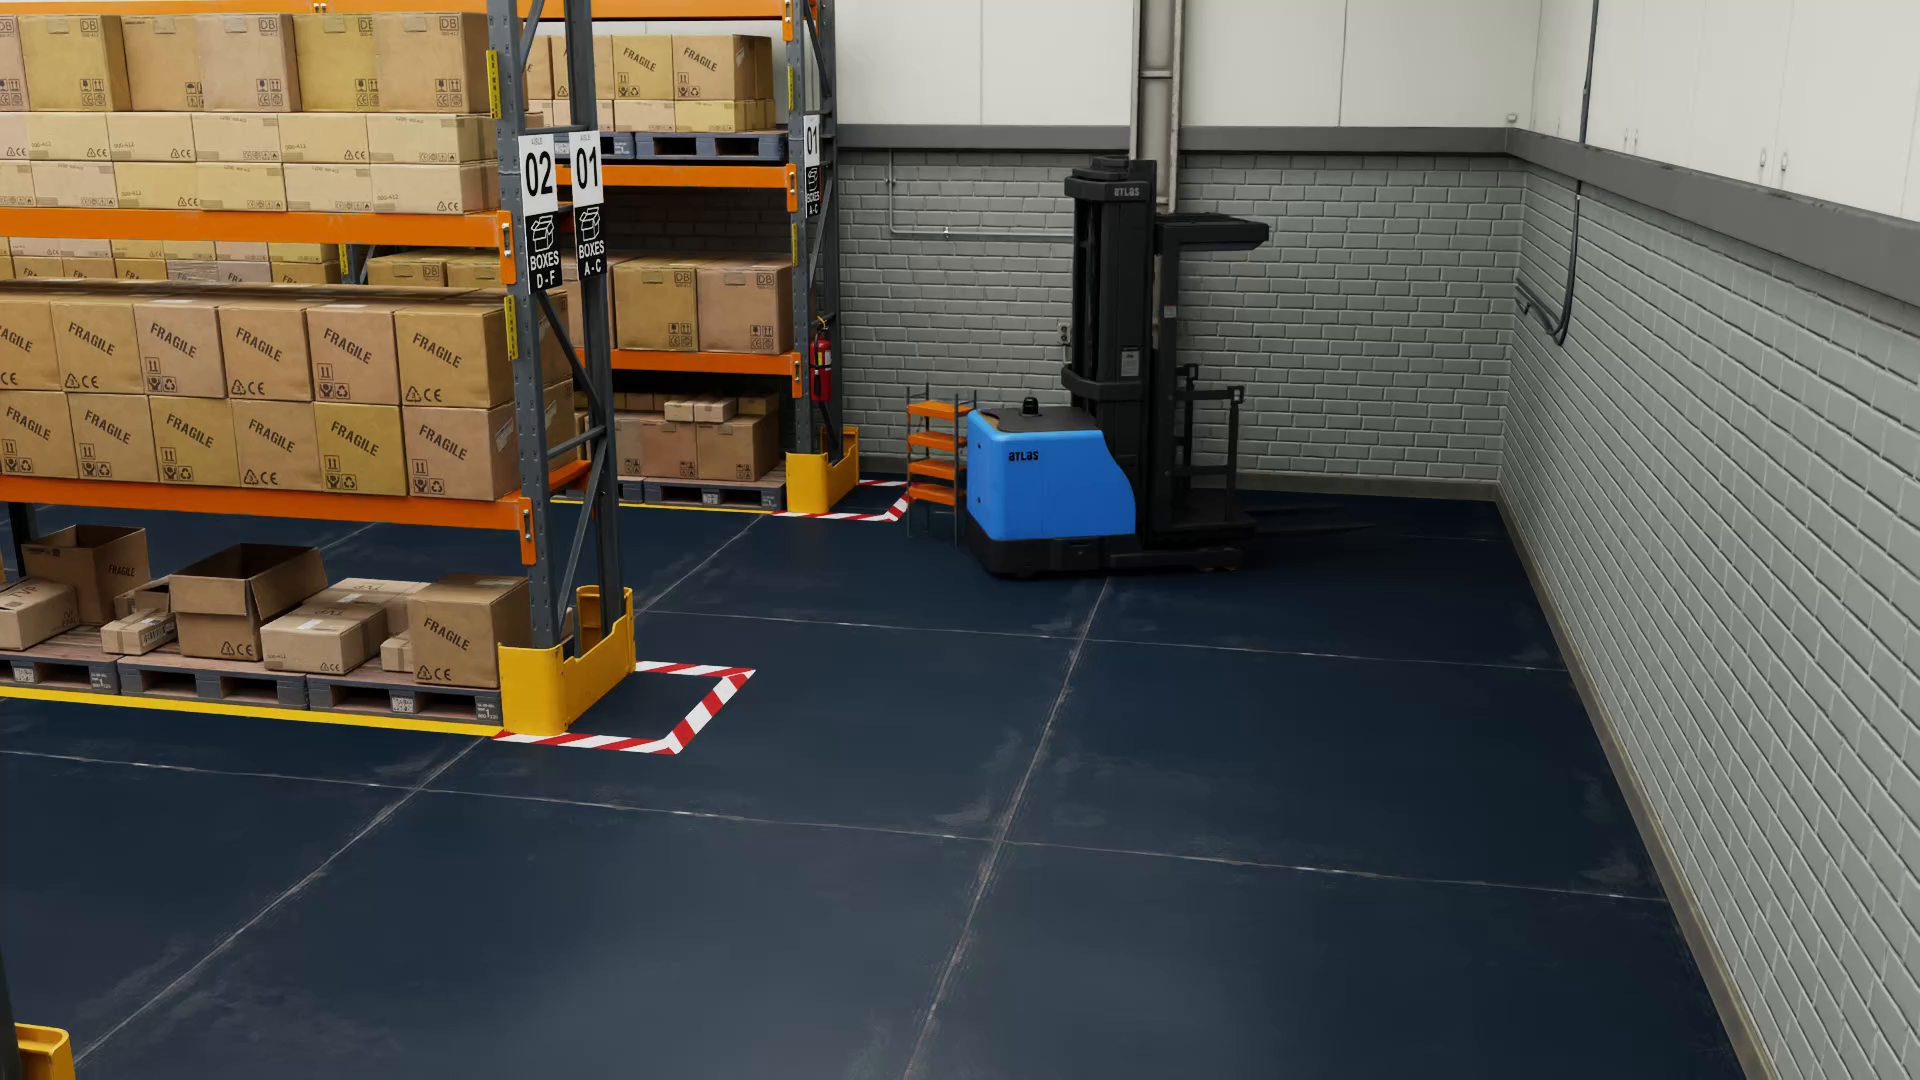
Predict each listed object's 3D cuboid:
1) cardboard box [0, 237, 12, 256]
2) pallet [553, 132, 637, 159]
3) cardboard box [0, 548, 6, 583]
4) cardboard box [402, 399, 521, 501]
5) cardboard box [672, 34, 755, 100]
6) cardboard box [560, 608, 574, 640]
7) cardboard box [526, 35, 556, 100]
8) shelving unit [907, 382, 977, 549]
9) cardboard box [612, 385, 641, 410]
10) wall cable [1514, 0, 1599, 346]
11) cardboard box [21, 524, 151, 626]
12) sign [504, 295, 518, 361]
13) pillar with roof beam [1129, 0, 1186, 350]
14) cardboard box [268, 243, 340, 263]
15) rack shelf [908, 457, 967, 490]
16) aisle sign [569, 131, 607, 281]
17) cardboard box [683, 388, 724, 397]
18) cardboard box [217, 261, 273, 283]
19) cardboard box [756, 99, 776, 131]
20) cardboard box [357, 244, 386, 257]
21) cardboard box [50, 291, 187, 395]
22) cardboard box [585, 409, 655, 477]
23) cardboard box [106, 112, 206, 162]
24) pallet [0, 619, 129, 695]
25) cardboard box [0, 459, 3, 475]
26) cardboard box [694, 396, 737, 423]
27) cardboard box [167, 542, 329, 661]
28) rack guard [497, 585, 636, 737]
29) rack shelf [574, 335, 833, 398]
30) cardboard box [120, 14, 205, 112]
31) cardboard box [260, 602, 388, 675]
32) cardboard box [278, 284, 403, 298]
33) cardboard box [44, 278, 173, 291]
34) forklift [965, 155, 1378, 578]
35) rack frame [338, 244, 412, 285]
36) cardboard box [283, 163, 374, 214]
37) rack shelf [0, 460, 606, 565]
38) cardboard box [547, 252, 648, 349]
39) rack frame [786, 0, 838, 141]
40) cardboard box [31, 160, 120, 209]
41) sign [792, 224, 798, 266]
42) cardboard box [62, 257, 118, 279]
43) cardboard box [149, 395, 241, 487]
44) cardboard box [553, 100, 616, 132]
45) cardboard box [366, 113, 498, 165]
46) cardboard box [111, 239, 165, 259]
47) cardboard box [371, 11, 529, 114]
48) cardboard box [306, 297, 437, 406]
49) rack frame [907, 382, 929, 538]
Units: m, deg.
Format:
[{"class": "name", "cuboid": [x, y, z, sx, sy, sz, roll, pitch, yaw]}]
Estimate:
[{"class": "cardboard box", "cuboid": [-8.609, -2.715, 14.987, 0.500, 0.250, 0.500, 3, 16, 12]}, {"class": "pallet", "cuboid": [-3.120, -3.324, 13.919, 1.213, 0.211, 1.003, 3, 16, 11]}, {"class": "cardboard box", "cuboid": [-6.520, 0.167, 10.630, 0.500, 0.500, 0.500, 2, 16, 9]}, {"class": "cardboard box", "cuboid": [-2.668, -0.525, 9.079, 0.500, 0.500, 0.500, 4, 16, 13]}, {"class": "cardboard box", "cuboid": [-1.963, -3.773, 13.276, 0.500, 0.500, 0.500, 3, 16, 11]}, {"class": "cardboard box", "cuboid": [-2.517, 0.526, 9.991, 0.250, 0.149, 0.380, 3, 16, 11]}, {"class": "cardboard box", "cuboid": [-3.479, -3.856, 13.577, 0.500, 0.500, 0.500, 3, 16, 11]}, {"class": "shelving unit", "cuboid": [-0.141, -0.579, 12.835, 0.503, 1.200, 0.258, 13, 20, 39]}, {"class": "cardboard box", "cuboid": [-2.978, -1.254, 14.580, 0.250, 0.149, 0.380, 3, 16, 12]}, {"class": "wall cable", "cuboid": [4.280, -2.820, 12.133, 0.112, 2.526, 3.097, 3, 16, 11]}, {"class": "cardboard box", "cuboid": [-5.480, 0.212, 10.465, 0.500, 0.500, 0.500, 3, 16, 11]}, {"class": "sign", "cuboid": [-2.305, -1.090, 8.547, 0.005, 0.325, 0.100, 3, 16, 11]}, {"class": "pillar with roof beam", "cuboid": [0.769, -3.667, 9.375, 0.400, 9.000, 9.100, 3, 16, 11]}, {"class": "cardboard box", "cuboid": [-5.620, -2.553, 14.403, 0.500, 0.250, 0.500, 4, 16, 12]}, {"class": "rack shelf", "cuboid": [-0.141, -0.514, 12.853, 0.480, 0.148, 0.258, 13, 20, 39]}, {"class": "aisle sign", "cuboid": [-2.050, -1.850, 9.181, 0.004, 0.787, 0.394, 3, 16, 11]}, {"class": "cardboard box", "cuboid": [-2.232, -1.214, 14.435, 0.250, 0.149, 0.380, 3, 16, 11]}, {"class": "cardboard box", "cuboid": [-6.116, -2.217, 14.594, 0.500, 0.500, 0.500, 3, 16, 12]}, {"class": "cardboard box", "cuboid": [-1.858, -3.547, 13.865, 0.500, 0.250, 0.500, 4, 16, 14]}, {"class": "cardboard box", "cuboid": [-5.510, -2.688, 14.889, 0.500, 0.250, 0.500, 4, 16, 13]}, {"class": "cardboard box", "cuboid": [-4.680, -1.113, 9.331, 0.500, 0.500, 0.500, 3, 16, 9]}, {"class": "cardboard box", "cuboid": [-2.881, -0.882, 14.452, 0.500, 0.500, 0.700, 3, 16, 9]}, {"class": "cardboard box", "cuboid": [-4.200, -2.178, 8.960, 0.500, 0.250, 0.500, 3, 16, 11]}, {"class": "pallet", "cuboid": [-5.422, 0.644, 10.271, 1.213, 0.211, 1.003, 3, 16, 11]}, {"class": "cardboard box", "cuboid": [-5.650, -0.686, 9.663, 0.500, 0.500, 0.500, 4, 16, 13]}, {"class": "cardboard box", "cuboid": [-2.060, -1.100, 14.026, 0.250, 0.149, 0.380, 3, 16, 10]}, {"class": "cardboard box", "cuboid": [-4.253, 0.353, 9.951, 0.637, 0.503, 0.797, 3, 16, 11]}, {"class": "rack guard", "cuboid": [-2.250, 0.677, 9.612, 0.348, 0.500, 1.175, 3, 16, 11]}, {"class": "rack shelf", "cuboid": [-3.152, -1.580, 14.423, 4.000, 0.370, 1.077, 3, 16, 11]}, {"class": "cardboard box", "cuboid": [-4.138, -2.621, 9.155, 0.500, 0.500, 0.700, 3, 16, 11]}, {"class": "cardboard box", "cuboid": [-3.682, 0.566, 9.655, 0.500, 0.250, 0.500, 3, 16, 11]}, {"class": "cardboard box", "cuboid": [-3.560, -1.200, 9.645, 0.500, 0.500, 0.500, 3, 16, 12]}, {"class": "cardboard box", "cuboid": [-5.045, -1.281, 9.937, 0.500, 0.500, 0.500, 3, 16, 10]}, {"class": "forklift", "cuboid": [1.609, -1.316, 12.251, 3.031, 2.935, 1.130, -3, 16, -11]}, {"class": "rack frame", "cuboid": [-5.111, -2.033, 14.711, 0.127, 3.000, 1.000, 3, 16, 11]}, {"class": "cardboard box", "cuboid": [-3.219, -1.885, 8.839, 0.500, 0.250, 0.500, 3, 16, 11]}, {"class": "rack shelf", "cuboid": [-4.135, -0.283, 9.744, 4.000, 0.370, 1.077, 3, 16, 11]}, {"class": "cardboard box", "cuboid": [-3.154, -2.068, 14.275, 0.700, 0.700, 0.980, 2, 16, 8]}, {"class": "rack frame", "cuboid": [-1.192, -4.711, 13.142, 0.127, 3.000, 1.000, 3, 16, 11]}, {"class": "cardboard box", "cuboid": [-4.689, -1.965, 9.127, 0.500, 0.250, 0.500, 3, 16, 11]}, {"class": "sign", "cuboid": [-1.313, -2.351, 13.247, 0.005, 0.325, 0.100, 3, 16, 11]}, {"class": "cardboard box", "cuboid": [-7.609, -2.297, 14.883, 0.500, 0.500, 0.500, 3, 16, 11]}, {"class": "cardboard box", "cuboid": [-4.159, -0.606, 9.374, 0.500, 0.500, 0.500, 3, 16, 10]}, {"class": "cardboard box", "cuboid": [-2.983, -3.467, 13.577, 0.500, 0.250, 0.500, 3, 16, 9]}, {"class": "cardboard box", "cuboid": [-2.729, -2.099, 8.675, 0.500, 0.250, 0.500, 3, 16, 11]}, {"class": "cardboard box", "cuboid": [-7.119, -2.637, 14.706, 0.500, 0.250, 0.500, 3, 16, 10]}, {"class": "cardboard box", "cuboid": [-2.682, -2.522, 8.800, 0.500, 0.500, 0.700, 3, 16, 11]}, {"class": "cardboard box", "cuboid": [-3.161, -1.032, 9.039, 0.500, 0.500, 0.500, 4, 16, 13]}, {"class": "rack frame", "cuboid": [-0.327, -0.621, 12.988, 0.015, 1.200, 0.240, 13, 20, 39]}]
